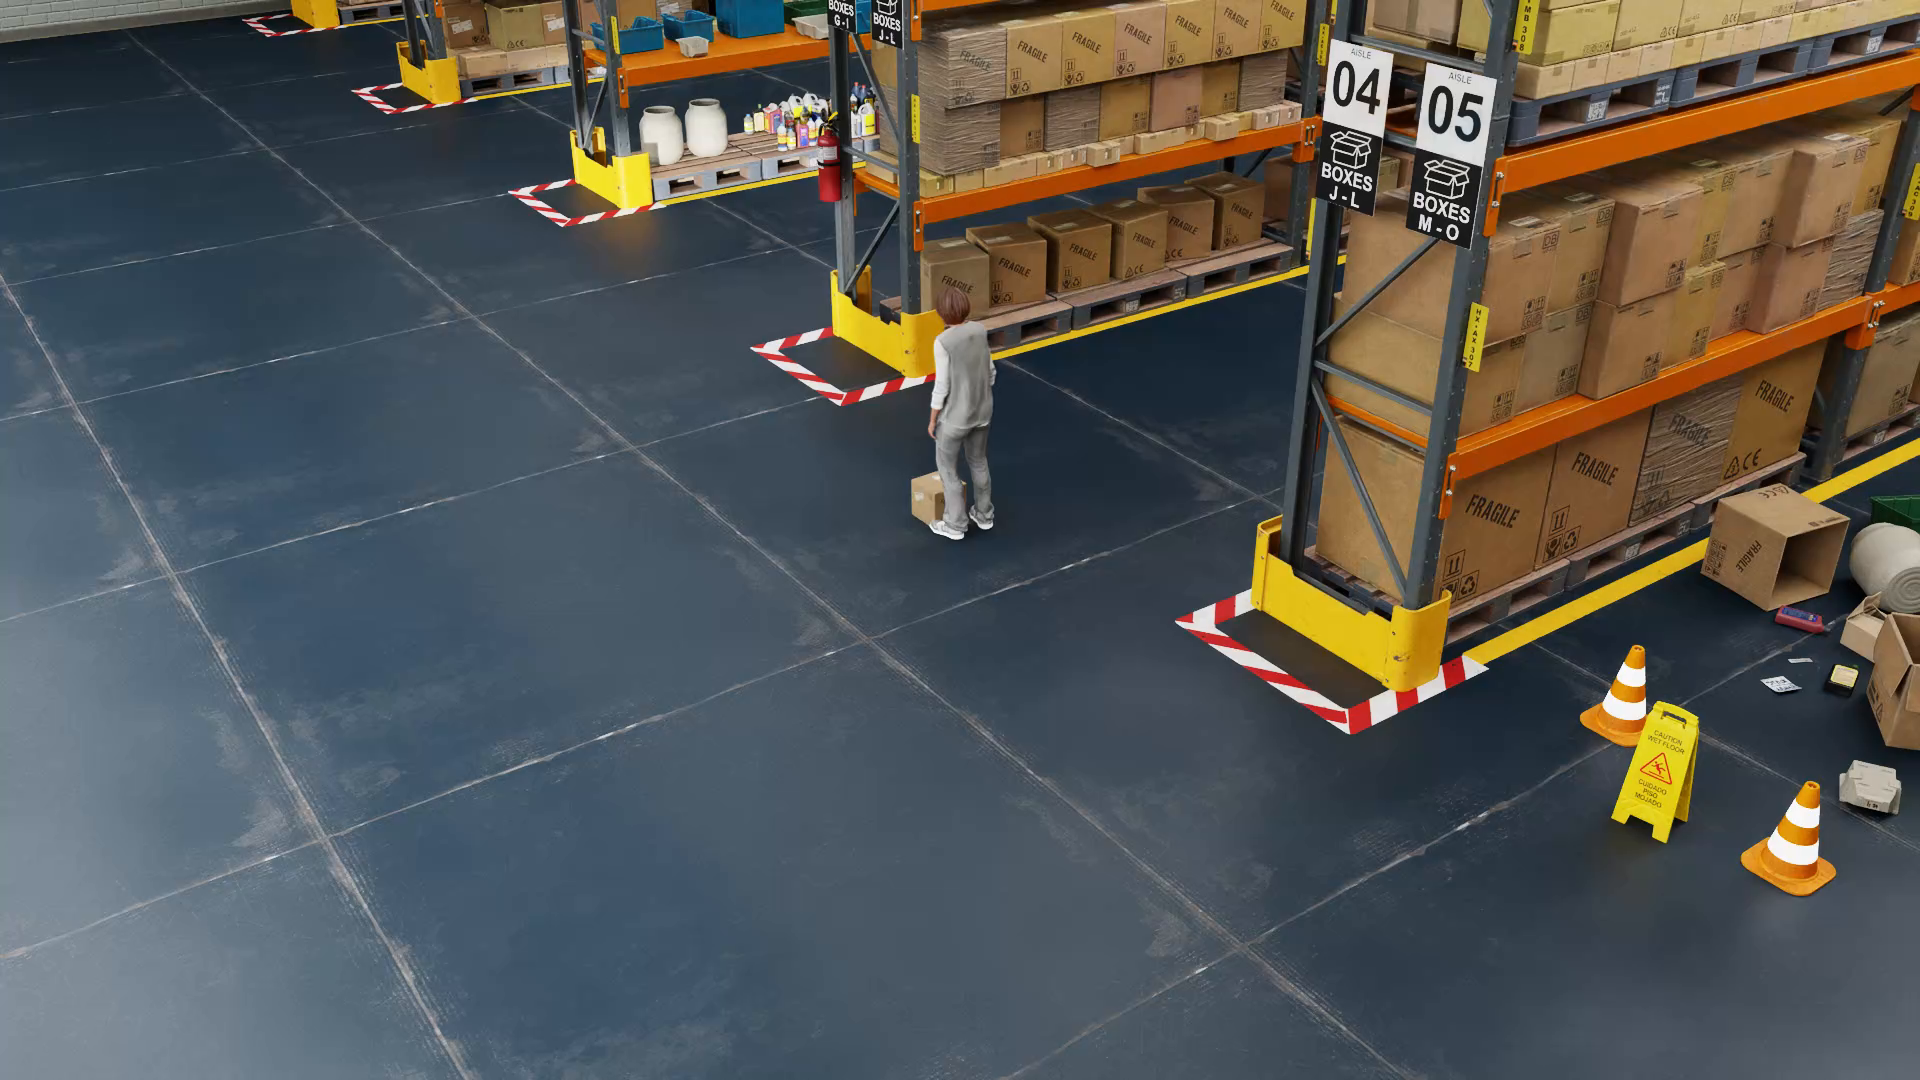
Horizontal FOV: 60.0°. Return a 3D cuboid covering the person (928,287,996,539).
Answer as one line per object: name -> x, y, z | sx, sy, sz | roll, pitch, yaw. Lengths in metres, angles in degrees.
person -> 0.014, -0.750, 9.992 | 0.484, 1.592, 0.347 | -21, 35, -33
